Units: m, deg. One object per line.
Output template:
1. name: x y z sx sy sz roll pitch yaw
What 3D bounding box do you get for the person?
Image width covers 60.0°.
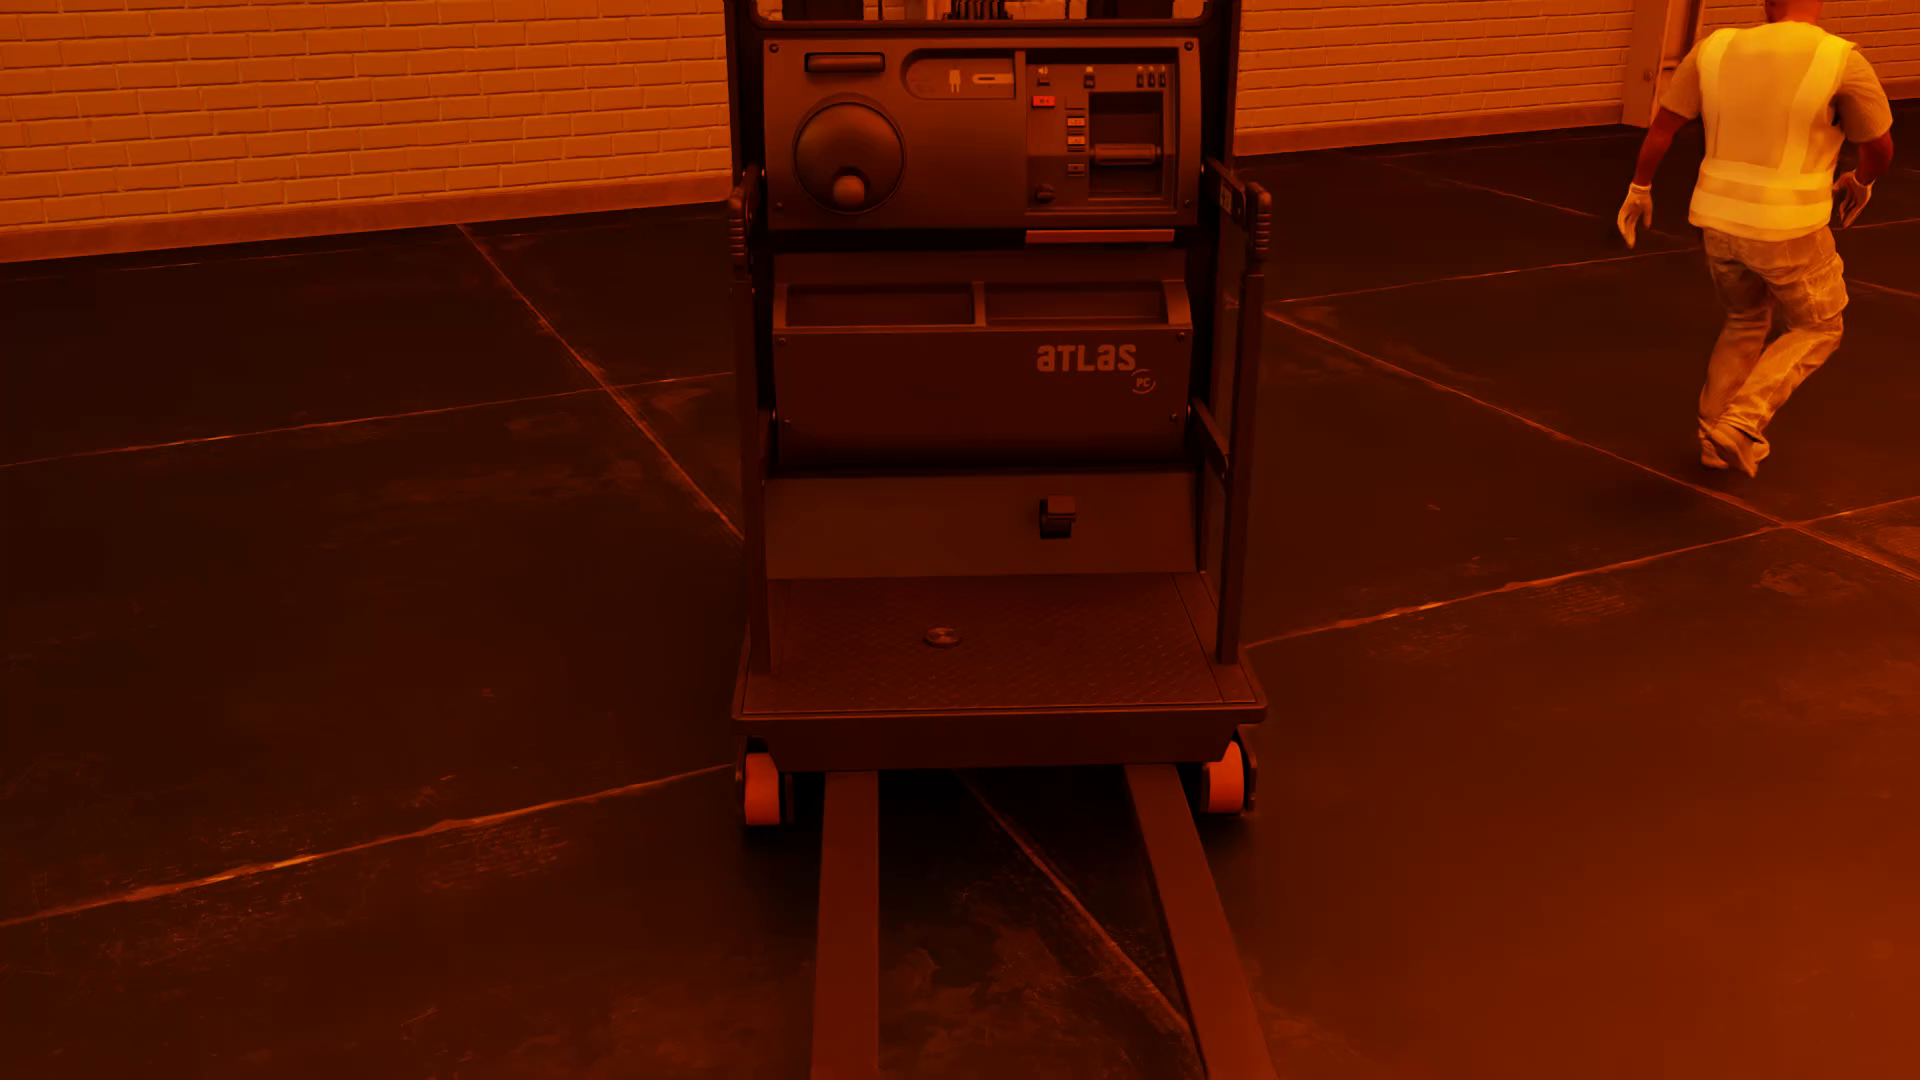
1. person: 2.593 -1.055 5.394 0.583 1.731 0.747 -12 26 -27

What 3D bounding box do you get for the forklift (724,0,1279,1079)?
1. forklift: 0.061 -0.858 3.351 1.130 2.935 3.031 -1 23 -3
